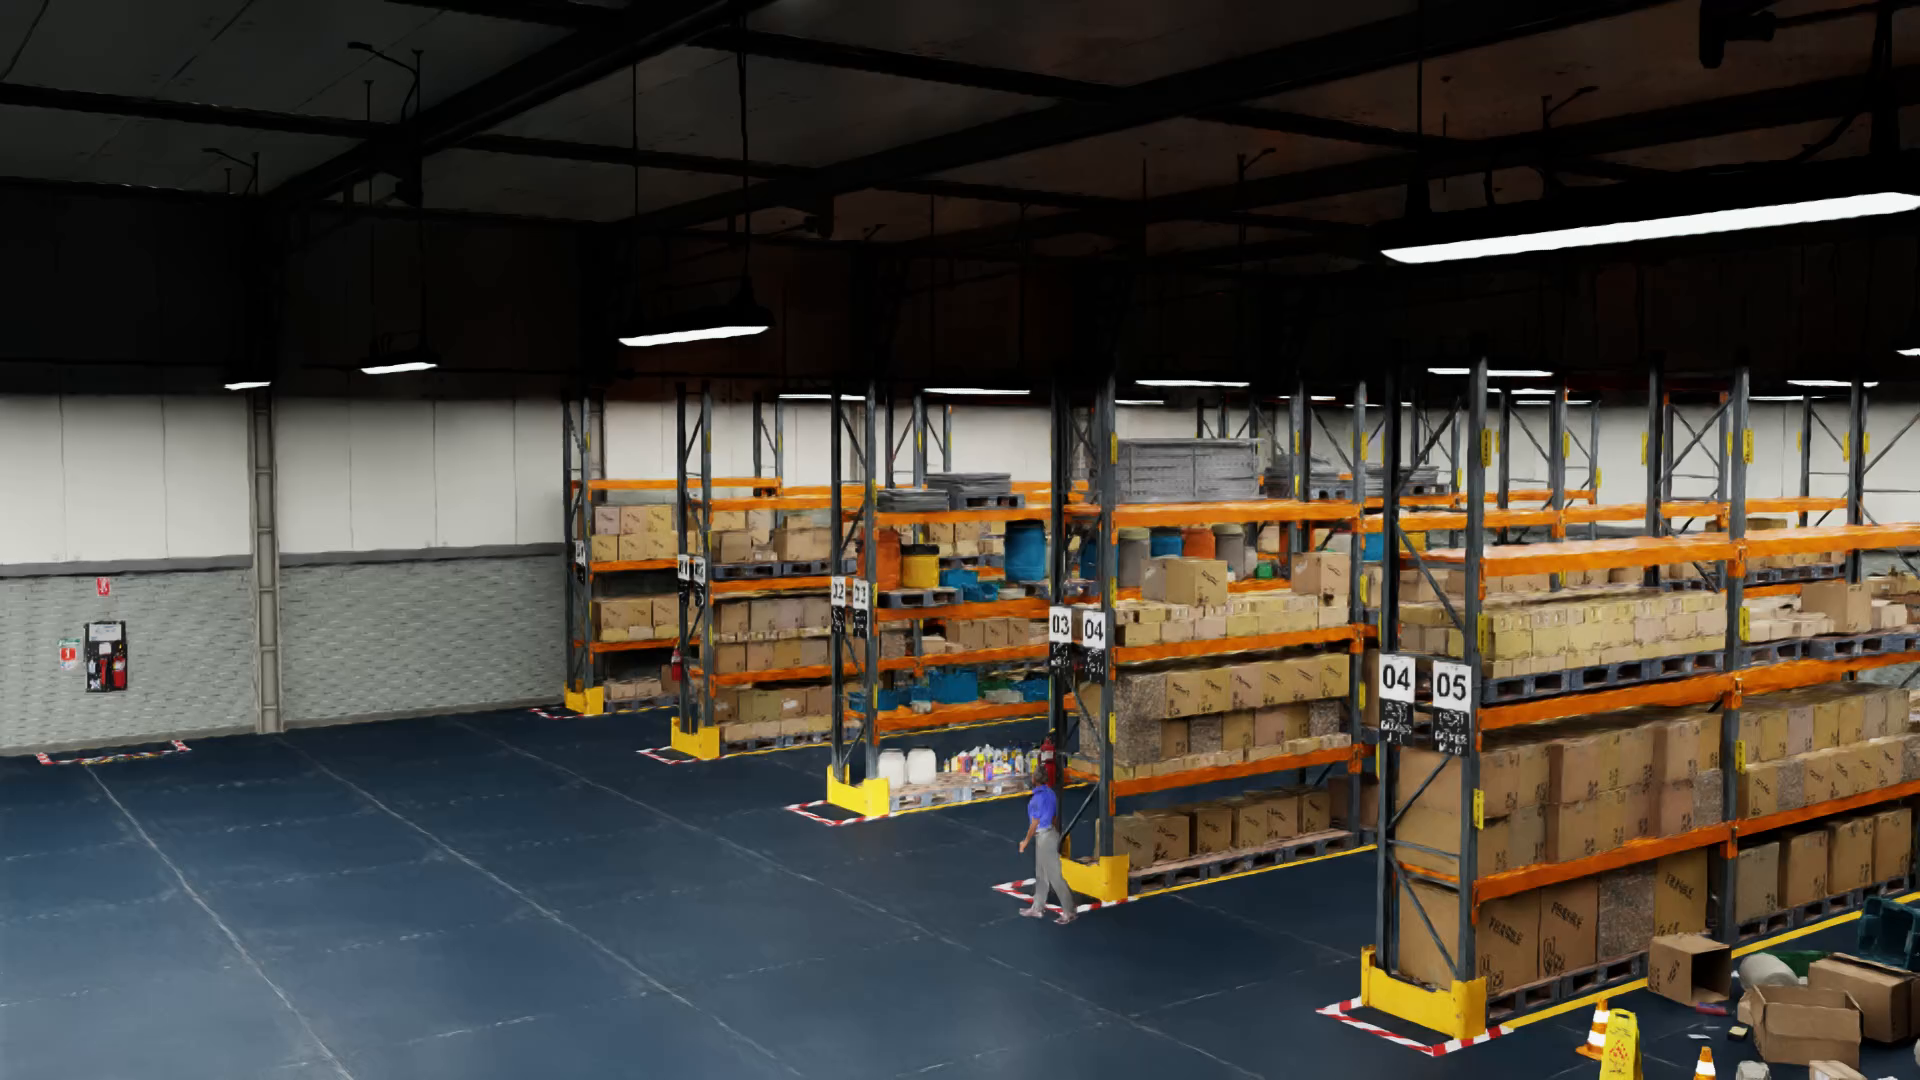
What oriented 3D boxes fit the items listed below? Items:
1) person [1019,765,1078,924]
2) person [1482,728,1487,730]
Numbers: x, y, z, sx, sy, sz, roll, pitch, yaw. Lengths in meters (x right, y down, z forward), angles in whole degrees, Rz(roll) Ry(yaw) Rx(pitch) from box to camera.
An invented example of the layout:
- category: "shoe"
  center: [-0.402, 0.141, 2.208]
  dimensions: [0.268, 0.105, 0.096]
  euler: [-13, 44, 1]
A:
- category: "person"
  center: [0.929, 3.222, 17.625]
  dimensions: [0.684, 1.621, 0.490]
  euler: [1, 4, 18]
- category: "person"
  center: [6.292, 3.012, 20.186]
  dimensions: [1.121, 1.691, 0.577]
  euler: [-2, 4, -32]
